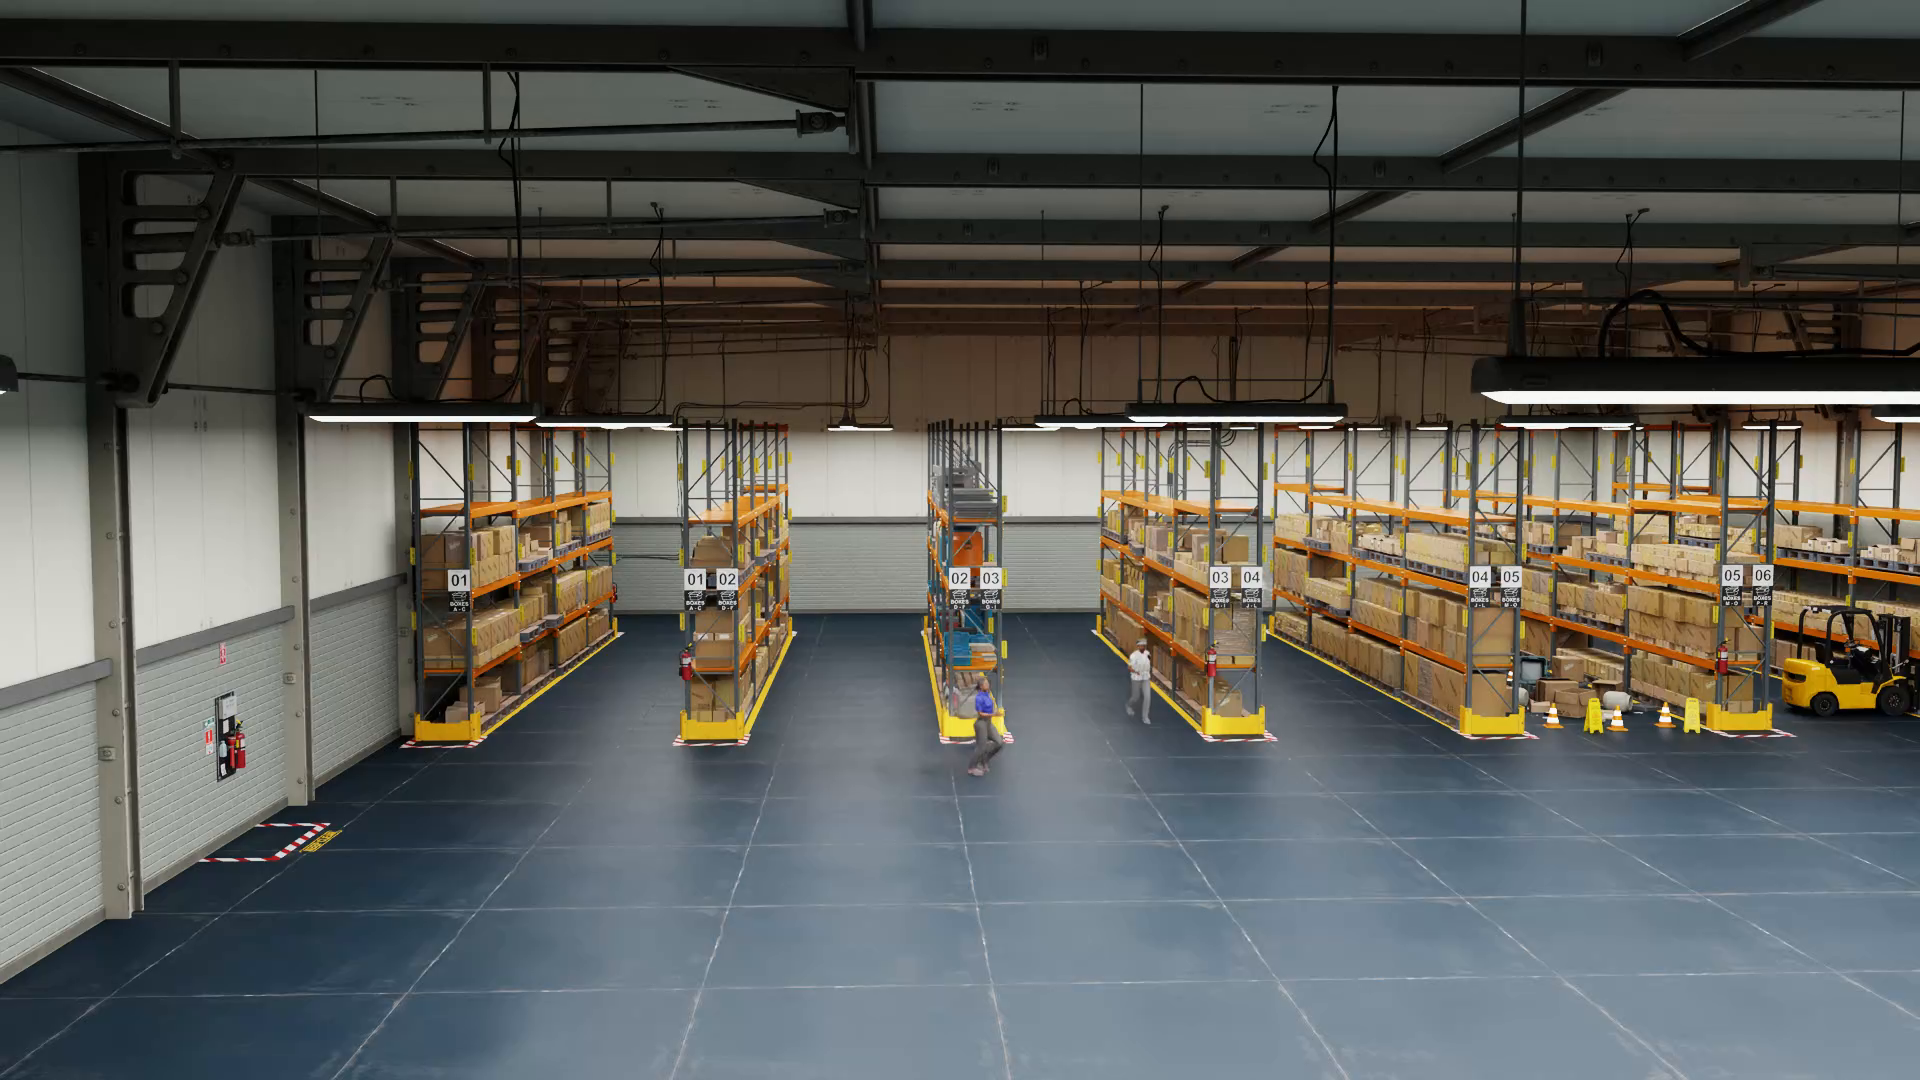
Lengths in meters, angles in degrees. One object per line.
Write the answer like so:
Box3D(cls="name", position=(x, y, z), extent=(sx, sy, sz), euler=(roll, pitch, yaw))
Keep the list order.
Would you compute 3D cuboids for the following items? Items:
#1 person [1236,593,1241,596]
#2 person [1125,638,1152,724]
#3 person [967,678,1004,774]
Box3D(cls="person", position=(7.811, 1.972, 45.618), extent=(0.637, 1.698, 0.653), euler=(0, 4, 0))
Box3D(cls="person", position=(3.571, 2.767, 33.064), extent=(0.561, 1.682, 0.889), euler=(-1, 4, -17))
Box3D(cls="person", position=(0.437, 3.121, 27.817), extent=(0.649, 1.615, 0.549), euler=(2, 4, 25))
